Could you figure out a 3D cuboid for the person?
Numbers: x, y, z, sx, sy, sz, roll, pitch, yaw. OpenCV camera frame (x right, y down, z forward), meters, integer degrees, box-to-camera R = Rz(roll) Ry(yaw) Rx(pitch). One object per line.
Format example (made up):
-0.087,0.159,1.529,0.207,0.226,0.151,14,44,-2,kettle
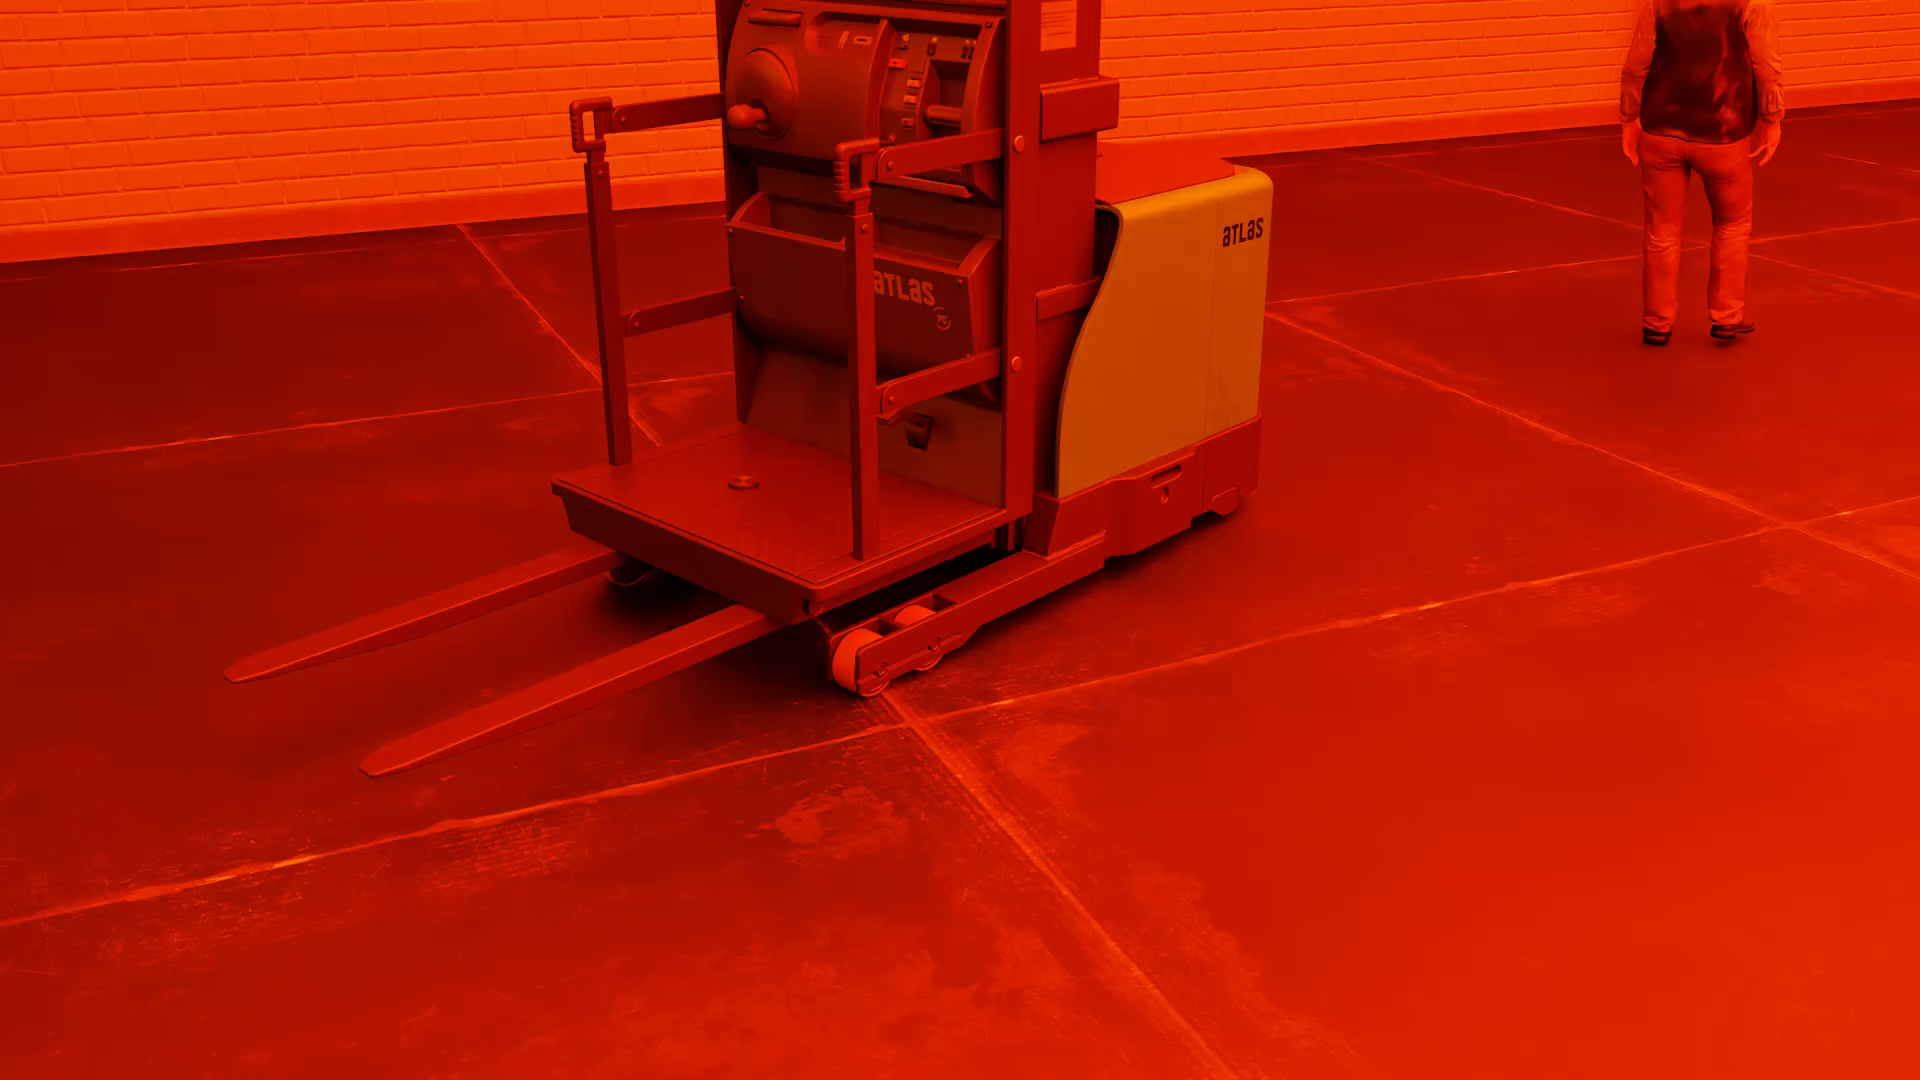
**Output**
3.048,-1.664,6.854,0.633,1.718,0.578,14,27,31,person

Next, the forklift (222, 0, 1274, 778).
-0.413,-1.182,4.131,1.130,2.935,3.031,19,29,39,forklift
